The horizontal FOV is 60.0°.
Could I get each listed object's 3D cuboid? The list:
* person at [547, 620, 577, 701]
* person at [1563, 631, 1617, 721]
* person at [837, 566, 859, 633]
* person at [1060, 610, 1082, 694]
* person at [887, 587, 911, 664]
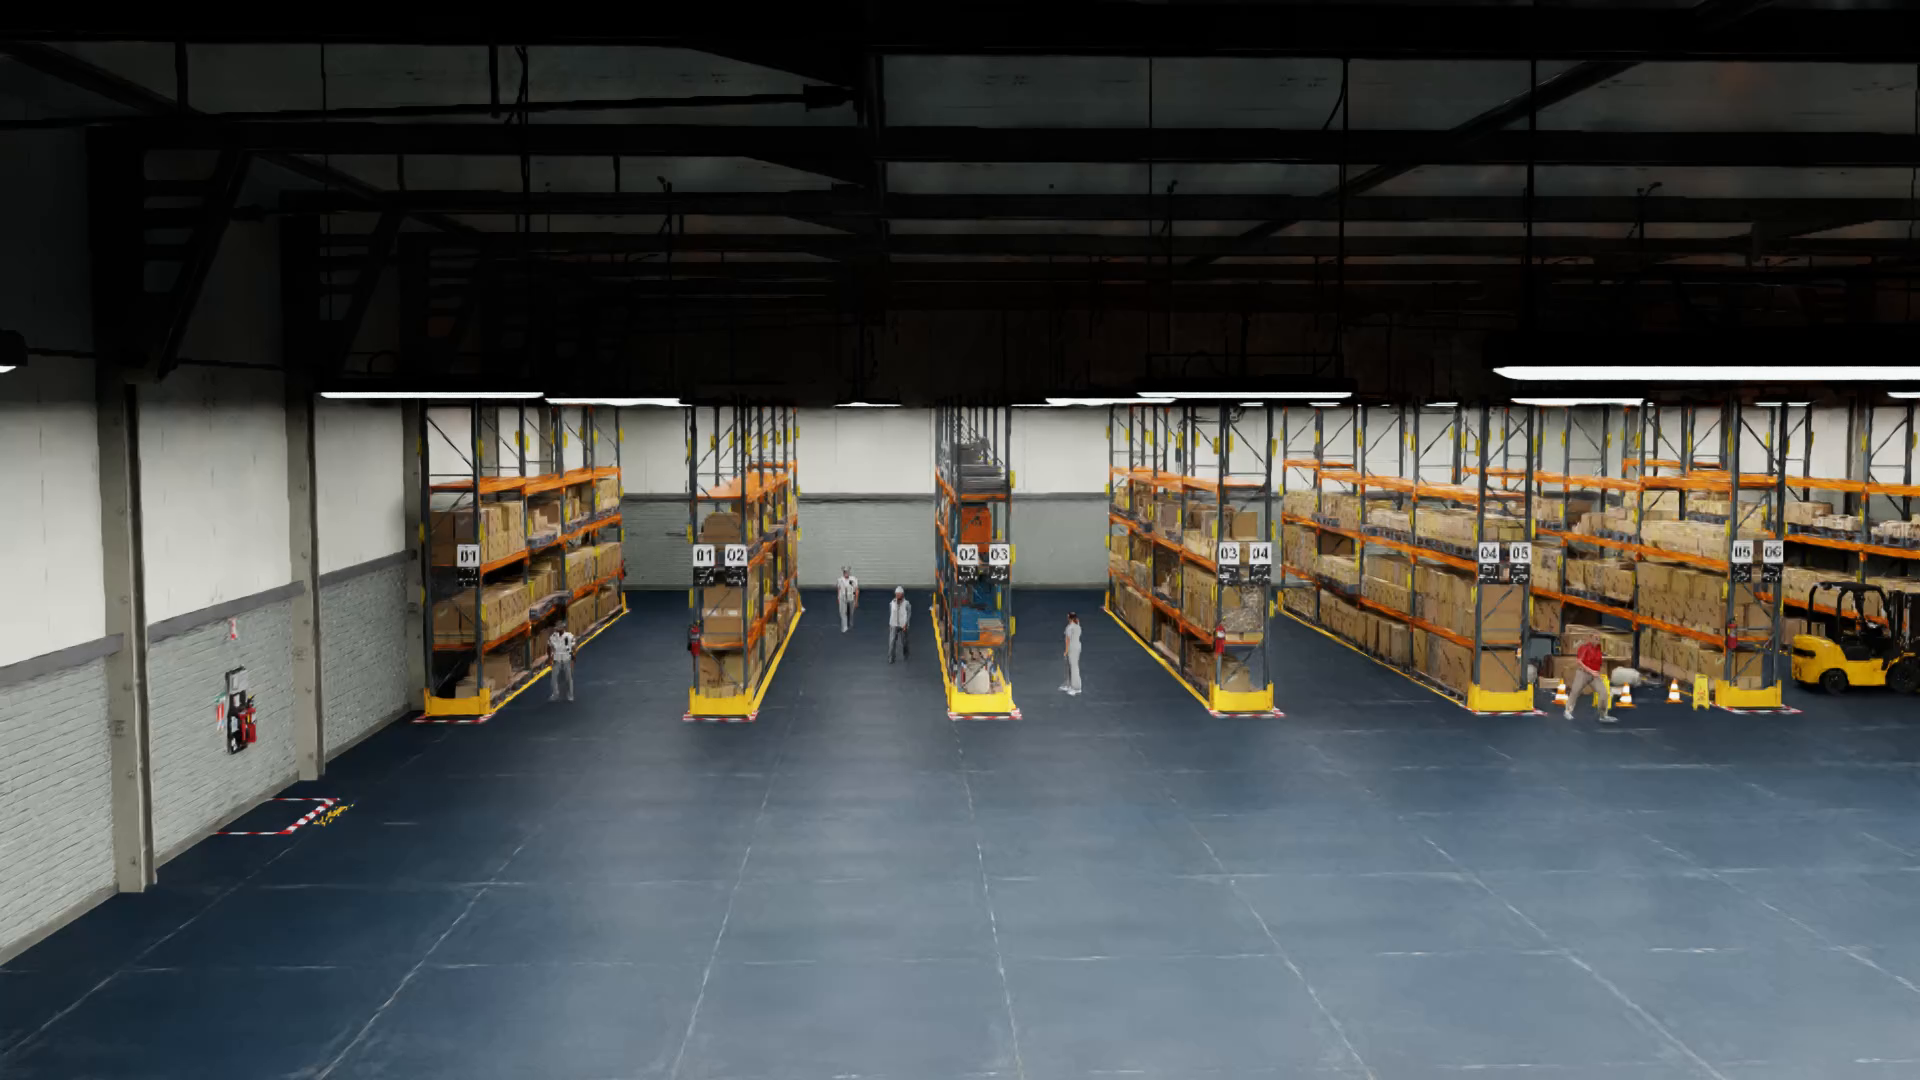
[{"bbox_3d":[-7.790,2.355,32.566,0.592,1.629,0.526,0,5,-4],"label":"person"},{"bbox_3d":[11.554,2.480,30.549,0.700,1.659,0.863,-2,5,-19],"label":"person"},{"bbox_3d":[-2.878,1.501,42.714,0.554,1.712,1.031,0,5,-3],"label":"person"},{"bbox_3d":[2.246,2.232,33.551,0.569,1.668,0.563,3,5,29],"label":"person"},{"bbox_3d":[-1.354,1.907,37.517,0.539,1.715,1.031,1,5,7],"label":"person"}]
